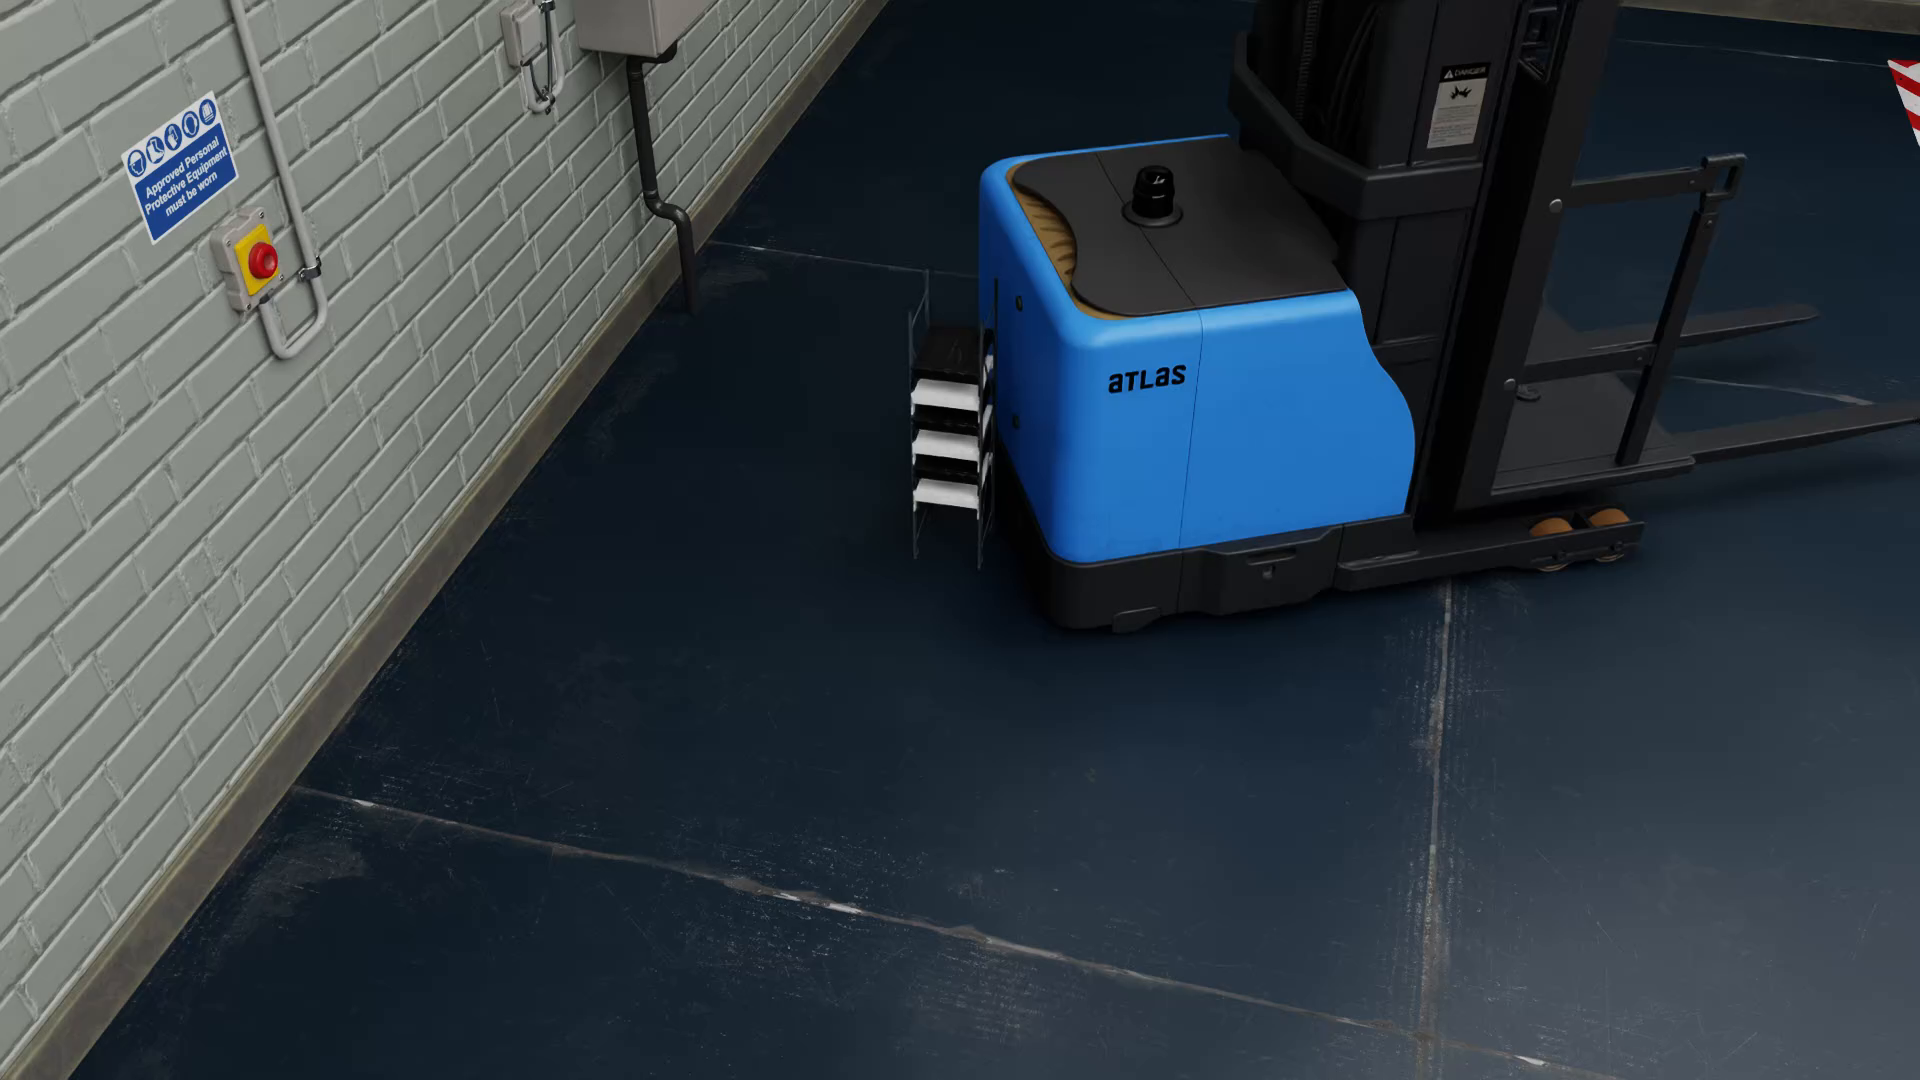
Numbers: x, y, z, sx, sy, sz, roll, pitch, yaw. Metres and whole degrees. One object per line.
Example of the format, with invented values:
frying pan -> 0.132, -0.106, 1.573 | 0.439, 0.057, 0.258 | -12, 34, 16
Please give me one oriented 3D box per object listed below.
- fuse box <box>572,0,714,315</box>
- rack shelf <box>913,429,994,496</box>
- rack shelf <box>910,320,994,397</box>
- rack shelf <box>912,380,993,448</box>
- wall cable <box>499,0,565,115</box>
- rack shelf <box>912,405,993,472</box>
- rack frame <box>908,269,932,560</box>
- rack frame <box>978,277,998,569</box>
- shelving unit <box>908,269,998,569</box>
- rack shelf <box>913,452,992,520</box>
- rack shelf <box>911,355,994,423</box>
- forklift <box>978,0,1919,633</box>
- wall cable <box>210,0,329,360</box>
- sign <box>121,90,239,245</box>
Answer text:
fuse box -> -0.971, -1.533, 5.745 | 0.414, 1.711, 0.539 | 10, 41, 11
rack shelf -> -0.018, -0.250, 5.040 | 0.200, 0.077, 0.258 | 8, 41, 9
rack shelf -> -0.018, -0.526, 4.808 | 0.200, 0.077, 0.258 | 8, 41, 9
rack shelf -> -0.018, -0.388, 4.924 | 0.200, 0.077, 0.258 | 8, 41, 9
wall cable -> -1.300, -2.018, 4.530 | 0.122, 1.984, 0.588 | 10, 41, 11
rack shelf -> -0.018, -0.319, 4.982 | 0.200, 0.077, 0.258 | 8, 41, 9
rack frame -> -0.117, -0.358, 4.976 | 0.006, 0.900, 0.240 | 8, 41, 9
rack frame -> 0.082, -0.331, 4.945 | 0.006, 0.900, 0.240 | 8, 41, 9
shelving unit -> -0.018, -0.345, 4.961 | 0.210, 0.900, 0.258 | 8, 41, 9
rack shelf -> -0.018, -0.181, 5.098 | 0.200, 0.077, 0.258 | 8, 41, 9
rack shelf -> -0.018, -0.457, 4.866 | 0.200, 0.077, 0.258 | 8, 41, 9
forklift -> 1.618, -1.348, 4.576 | 3.031, 2.935, 1.130 | -9, 41, -10
wall cable -> -1.655, -1.147, 3.469 | 0.123, 1.953, 0.585 | 10, 41, 11
sign -> -1.727, -0.829, 3.695 | 0.001, 0.218, 0.327 | 10, 41, 11
